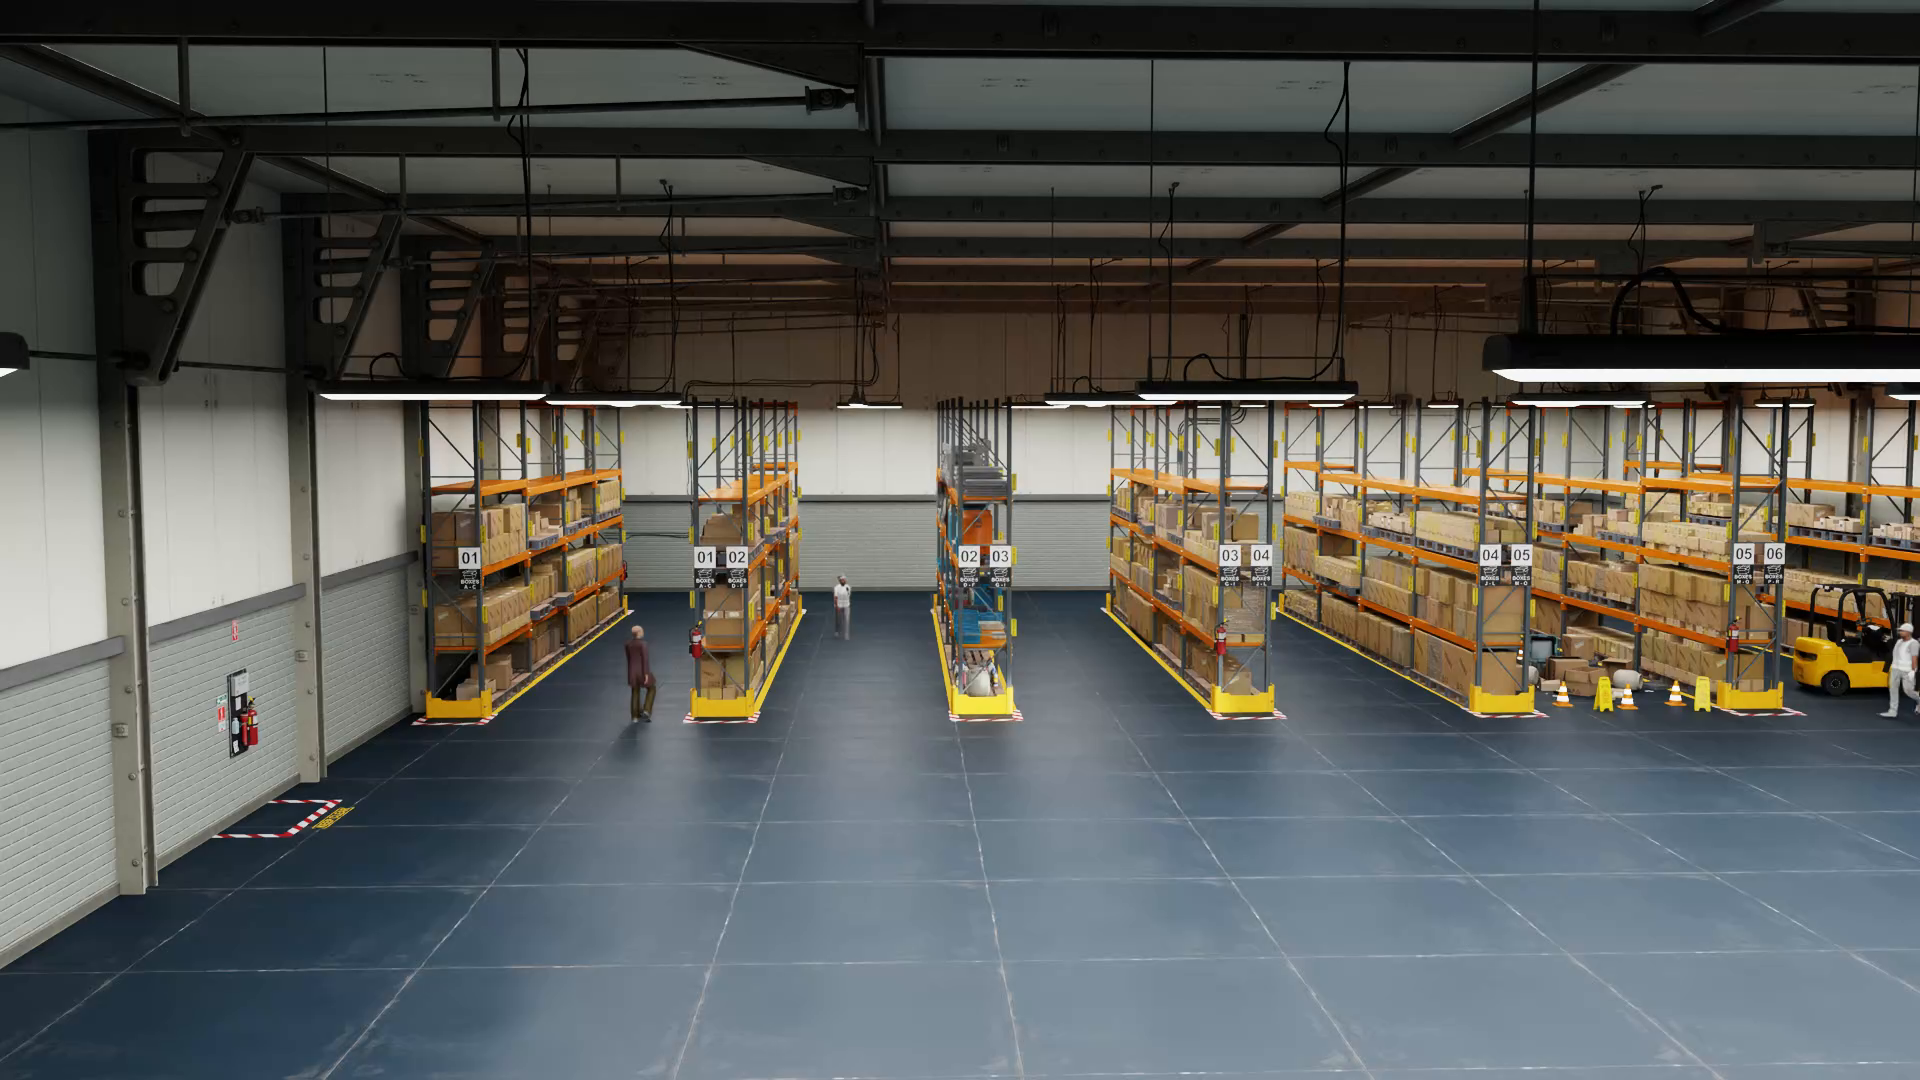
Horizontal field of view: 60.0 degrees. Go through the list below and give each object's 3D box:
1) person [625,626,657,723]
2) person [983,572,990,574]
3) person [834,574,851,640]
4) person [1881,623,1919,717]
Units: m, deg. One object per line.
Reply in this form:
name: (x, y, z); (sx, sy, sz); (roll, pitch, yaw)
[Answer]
person: (-5.882, 2.481, 30.581); (0.558, 1.826, 0.532); (1, 5, 13)
person: (0.810, 1.031, 49.597); (0.659, 1.739, 0.920); (-2, 5, -27)
person: (-2.946, 1.671, 41.752); (0.448, 1.648, 0.939); (-1, 5, -12)
person: (17.698, 2.441, 31.083); (0.842, 1.772, 0.532); (-2, 5, -24)
